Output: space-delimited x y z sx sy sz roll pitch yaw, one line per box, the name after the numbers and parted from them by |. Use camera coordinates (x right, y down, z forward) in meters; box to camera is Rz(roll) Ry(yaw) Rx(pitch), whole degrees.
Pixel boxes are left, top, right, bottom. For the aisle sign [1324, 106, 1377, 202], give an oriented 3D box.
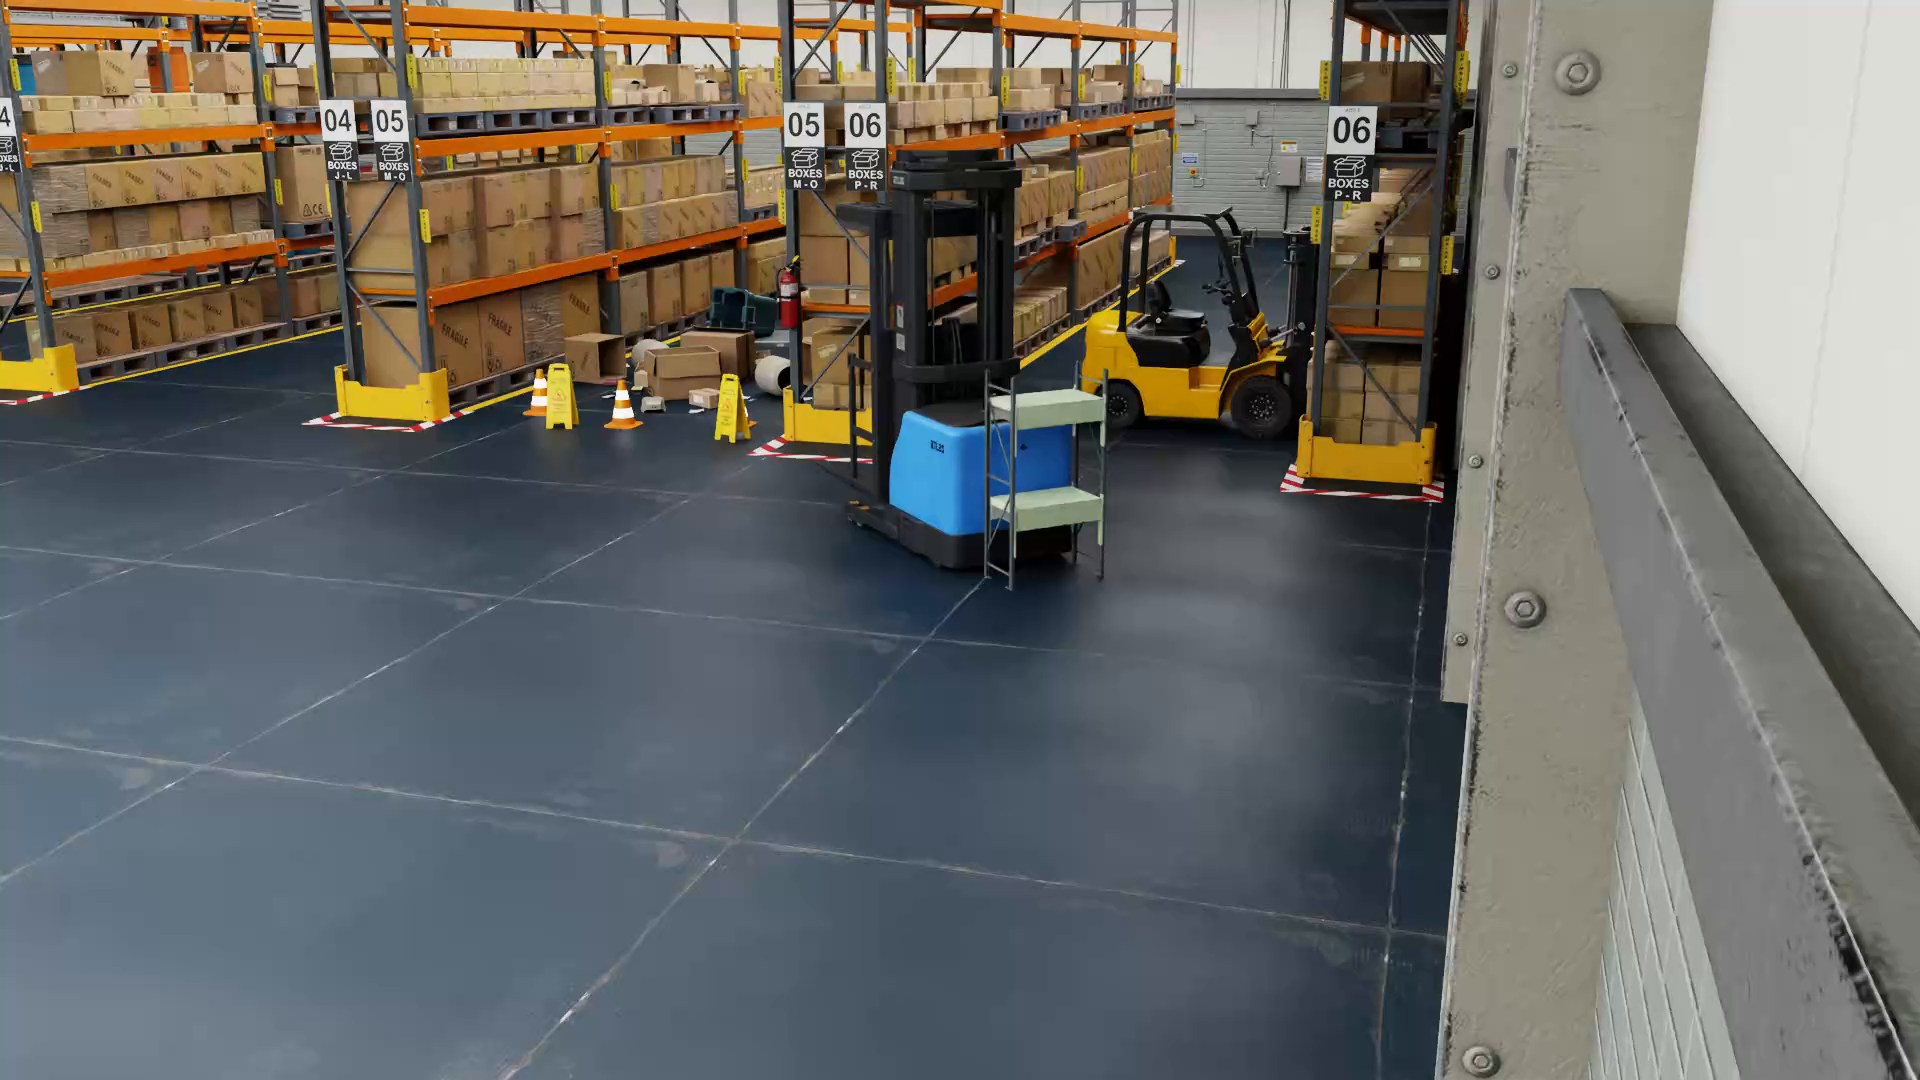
3.311 -3.272 14.105 0.394 0.787 0.004 5 16 16 | aisle sign

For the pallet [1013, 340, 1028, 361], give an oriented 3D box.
0.207 -2.309 20.582 1.003 0.211 1.213 5 16 16 | pallet

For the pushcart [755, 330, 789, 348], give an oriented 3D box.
-2.213 -2.349 20.418 1.648 0.377 0.936 -1 16 -3 | pushcart

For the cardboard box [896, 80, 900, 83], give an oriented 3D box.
-1.408 -8.281 30.389 0.500 0.250 0.500 4 16 14 | cardboard box

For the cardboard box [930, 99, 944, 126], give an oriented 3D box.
-0.475 -4.293 16.701 0.500 0.250 0.500 5 17 18 | cardboard box

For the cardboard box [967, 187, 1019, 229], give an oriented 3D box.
0.396 -3.940 19.726 0.500 0.500 0.500 5 17 17 | cardboard box

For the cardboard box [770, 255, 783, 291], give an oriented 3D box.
-3.065 -4.147 25.764 0.500 0.500 0.500 5 17 17 | cardboard box

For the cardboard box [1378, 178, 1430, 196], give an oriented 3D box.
6.171 -4.802 23.304 0.797 0.503 0.637 4 16 15 | cardboard box

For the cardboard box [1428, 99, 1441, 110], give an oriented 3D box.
5.177 -4.842 18.413 0.380 0.149 0.250 5 16 16 | cardboard box

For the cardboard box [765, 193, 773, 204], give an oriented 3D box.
-3.102 -5.245 25.513 0.380 0.149 0.250 5 17 18 | cardboard box

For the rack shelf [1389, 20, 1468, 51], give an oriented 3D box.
6.453 -6.980 22.998 1.077 0.370 4.000 5 16 16 | rack shelf

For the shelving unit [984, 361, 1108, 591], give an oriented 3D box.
0.600 -0.460 11.703 0.755 1.500 0.431 -8 18 -26 | shelving unit

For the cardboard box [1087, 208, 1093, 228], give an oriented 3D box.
1.634 -4.665 24.054 0.500 0.250 0.500 4 16 14 | cardboard box

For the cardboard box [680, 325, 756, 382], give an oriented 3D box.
-2.820 -2.165 19.293 0.797 0.637 0.503 5 16 16 | cardboard box

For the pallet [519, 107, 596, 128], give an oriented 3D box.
-5.030 -4.991 19.594 1.003 0.211 1.213 5 16 16 | pallet

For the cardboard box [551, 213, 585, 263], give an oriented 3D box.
-5.015 -3.633 19.866 0.875 0.550 0.550 5 16 16 | cardboard box

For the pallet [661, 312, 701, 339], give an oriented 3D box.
-4.295 -2.990 22.985 1.003 0.211 1.213 5 16 16 | pallet

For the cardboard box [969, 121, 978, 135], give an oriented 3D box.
-0.015 -4.534 18.282 0.380 0.149 0.250 5 17 16 | cardboard box

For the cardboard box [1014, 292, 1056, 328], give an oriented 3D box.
0.752 -3.090 22.273 0.950 0.372 0.625 4 16 15 | cardboard box

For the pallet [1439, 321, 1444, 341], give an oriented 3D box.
6.133 -2.960 22.878 1.003 0.211 1.213 5 16 16 | pallet

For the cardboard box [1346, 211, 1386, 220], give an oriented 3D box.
4.101 -3.233 16.814 0.380 0.149 0.250 4 16 15 | cardboard box

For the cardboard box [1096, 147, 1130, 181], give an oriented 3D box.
2.375 -5.932 26.232 0.500 0.500 0.500 5 17 18 | cardboard box

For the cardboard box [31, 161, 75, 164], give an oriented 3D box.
-10.595 -4.135 19.350 0.500 0.500 0.500 5 16 16 | cardboard box

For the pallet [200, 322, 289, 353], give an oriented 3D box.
-9.671 -2.695 21.944 1.003 0.211 1.213 5 16 16 | pallet

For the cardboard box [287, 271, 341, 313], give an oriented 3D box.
-9.165 -3.506 23.469 0.700 0.500 0.500 5 16 16 | cardboard box

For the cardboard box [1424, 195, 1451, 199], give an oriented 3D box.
6.019 -4.291 21.090 0.380 0.149 0.250 5 17 17 | cardboard box

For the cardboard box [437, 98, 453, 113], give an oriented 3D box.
-5.447 -4.461 17.072 0.380 0.149 0.250 5 17 16 | cardboard box

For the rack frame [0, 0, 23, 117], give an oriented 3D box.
-10.651 -6.055 17.685 1.000 3.000 0.127 5 16 16 | rack frame

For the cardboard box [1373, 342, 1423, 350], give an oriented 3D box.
4.220 -1.748 15.933 0.500 0.250 0.500 5 16 16 | cardboard box

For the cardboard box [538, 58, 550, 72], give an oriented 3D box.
-4.873 -5.374 18.829 0.380 0.149 0.250 5 16 16 | cardboard box

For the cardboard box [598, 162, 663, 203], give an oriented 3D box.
-4.363 -4.730 21.994 0.700 0.500 0.500 5 17 16 | cardboard box

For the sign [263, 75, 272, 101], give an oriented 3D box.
-8.991 -5.867 21.572 0.100 0.325 0.005 5 16 16 | sign

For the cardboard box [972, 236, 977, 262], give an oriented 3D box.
-0.040 -3.367 18.475 0.500 0.500 0.500 5 17 18 | cardboard box

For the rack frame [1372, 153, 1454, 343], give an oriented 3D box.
5.884 -4.109 21.819 1.000 3.000 0.127 5 16 16 | rack frame

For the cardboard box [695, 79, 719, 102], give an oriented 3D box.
-3.660 -6.204 22.919 0.500 0.311 0.500 5 16 16 | cardboard box

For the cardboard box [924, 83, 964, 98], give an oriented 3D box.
-0.174 -4.779 17.682 0.380 0.149 0.250 4 16 15 | cardboard box

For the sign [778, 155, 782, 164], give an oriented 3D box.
-3.036 -6.353 28.146 0.100 0.325 0.005 5 16 16 | sign

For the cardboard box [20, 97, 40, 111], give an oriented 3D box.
-10.351 -4.785 18.251 0.380 0.149 0.250 5 16 15 | cardboard box

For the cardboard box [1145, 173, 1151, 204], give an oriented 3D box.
2.940 -5.951 28.130 0.500 0.500 0.500 5 17 16 | cardboard box

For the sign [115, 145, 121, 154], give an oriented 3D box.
-16.204 -7.592 31.977 0.100 0.325 0.005 5 16 16 | sign

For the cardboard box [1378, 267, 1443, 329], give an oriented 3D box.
4.018 -2.172 14.808 0.500 0.500 0.500 5 17 18 | cardboard box

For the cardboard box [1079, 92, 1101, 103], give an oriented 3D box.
1.867 -6.566 24.643 0.380 0.166 0.250 6 17 21 | cardboard box

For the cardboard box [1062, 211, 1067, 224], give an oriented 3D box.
1.221 -4.325 22.272 0.380 0.149 0.250 4 16 15 | cardboard box

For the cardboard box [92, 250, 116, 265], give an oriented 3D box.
-10.115 -3.299 19.423 0.380 0.149 0.250 5 16 16 | cardboard box

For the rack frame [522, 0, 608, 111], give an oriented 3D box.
-4.787 -6.690 19.925 1.000 3.000 0.127 5 16 16 | rack frame

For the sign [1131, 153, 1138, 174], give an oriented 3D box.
2.784 -6.019 26.576 0.100 0.325 0.005 5 16 16 | sign

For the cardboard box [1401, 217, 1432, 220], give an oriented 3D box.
4.450 -3.063 16.212 0.380 0.149 0.250 5 17 17 | cardboard box

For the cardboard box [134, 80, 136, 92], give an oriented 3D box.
-16.361 -8.797 32.207 0.500 0.250 0.500 5 16 16 | cardboard box

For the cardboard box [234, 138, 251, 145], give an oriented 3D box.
-15.463 -8.515 35.337 0.500 0.500 0.500 4 16 15 | cardboard box

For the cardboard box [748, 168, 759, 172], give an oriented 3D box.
-3.433 -5.859 26.588 0.380 0.149 0.250 5 17 18 | cardboard box

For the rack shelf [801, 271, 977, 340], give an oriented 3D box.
-0.581 -2.577 17.737 1.077 0.370 4.000 5 16 16 | rack shelf

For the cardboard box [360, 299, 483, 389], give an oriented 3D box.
-5.795 -2.120 17.930 0.875 0.875 0.875 5 17 16 | cardboard box

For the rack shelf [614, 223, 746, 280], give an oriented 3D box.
-4.219 -3.981 22.686 1.077 0.370 4.000 5 16 16 | rack shelf

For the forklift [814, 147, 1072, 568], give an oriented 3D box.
-0.285 -1.563 12.970 1.130 2.935 3.031 -8 18 -26 | forklift
